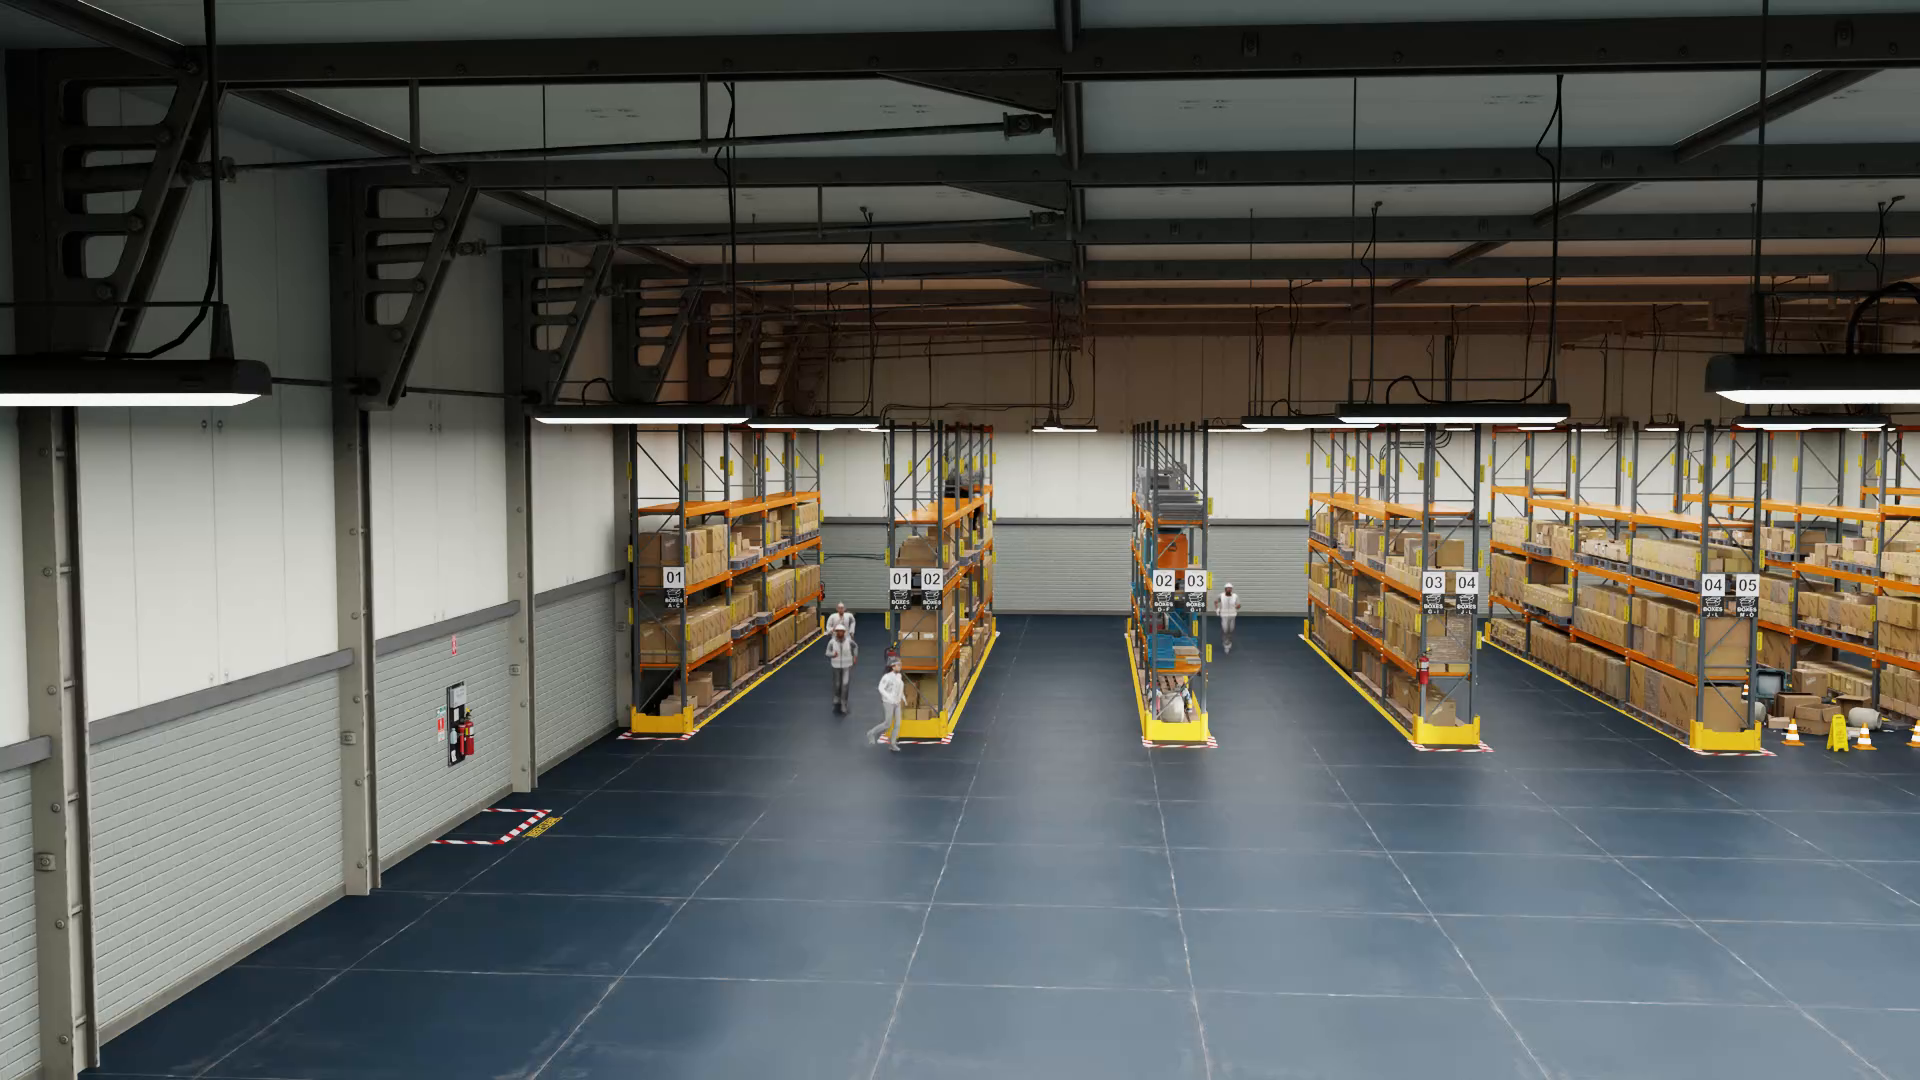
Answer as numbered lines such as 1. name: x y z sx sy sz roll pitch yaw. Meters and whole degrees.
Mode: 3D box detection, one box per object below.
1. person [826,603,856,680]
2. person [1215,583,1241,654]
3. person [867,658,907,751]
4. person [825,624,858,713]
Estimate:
1. person: -2.794 2.356 39.106 0.690 1.771 1.042 0 4 -4
2. person: 7.086 2.044 43.922 0.668 1.819 0.816 0 4 1
3. person: -1.243 2.975 30.374 0.728 1.651 0.679 3 5 37
4. person: -2.462 2.644 34.624 0.665 1.806 0.954 0 4 -1
